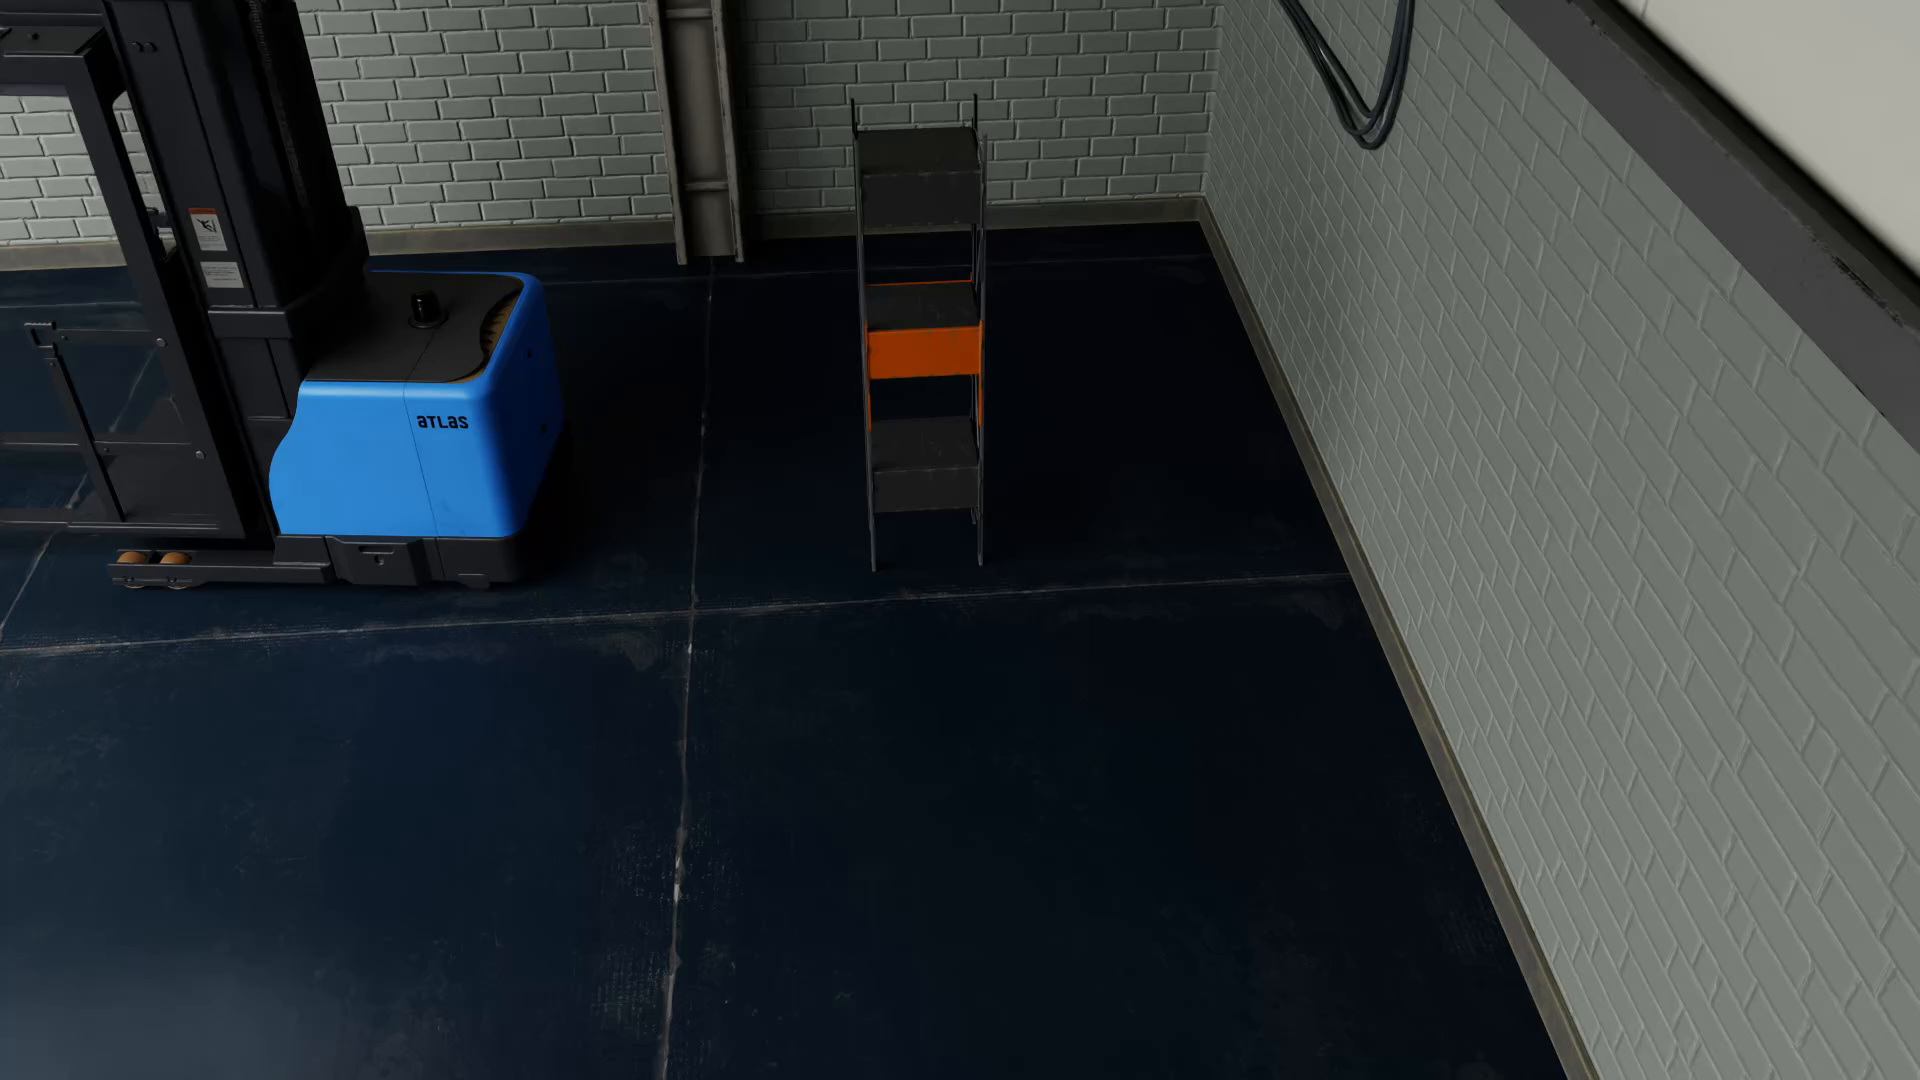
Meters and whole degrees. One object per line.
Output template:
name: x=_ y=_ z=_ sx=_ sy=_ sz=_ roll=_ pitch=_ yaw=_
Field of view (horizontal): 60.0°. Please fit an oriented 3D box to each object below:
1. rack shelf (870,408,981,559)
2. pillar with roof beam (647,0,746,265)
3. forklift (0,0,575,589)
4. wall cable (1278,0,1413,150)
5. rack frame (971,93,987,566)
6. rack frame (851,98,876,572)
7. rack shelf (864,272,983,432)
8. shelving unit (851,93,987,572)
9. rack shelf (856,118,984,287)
rack shelf: x=-0.165 y=-0.255 z=7.530 sx=0.480 sy=0.518 sz=0.431 roll=-3 pitch=38 yaw=-4
pillar with roof beam: x=-1.098 y=-2.607 z=3.790 sx=0.400 sy=9.000 sz=9.100 roll=-3 pitch=38 yaw=-4
forklift: x=-3.409 y=-1.256 z=6.976 sx=3.031 sy=2.935 sz=1.130 roll=1 pitch=38 yaw=1
wall cable: x=1.572 y=-3.390 z=7.289 sx=0.112 sy=2.526 sz=3.097 roll=-3 pitch=38 yaw=-4
rack frame: x=0.078 y=-0.829 z=7.105 sx=0.015 sy=2.100 sz=0.400 roll=-3 pitch=38 yaw=-4
rack frame: x=-0.408 y=-0.802 z=7.071 sx=0.015 sy=2.100 sz=0.400 roll=-3 pitch=38 yaw=-4
rack shelf: x=-0.165 y=-0.805 z=7.097 sx=0.480 sy=0.518 sz=0.431 roll=-3 pitch=38 yaw=-4
shelving unit: x=-0.165 y=-0.815 z=7.088 sx=0.503 sy=2.100 sz=0.431 roll=-3 pitch=38 yaw=-4
rack shelf: x=-0.165 y=-1.354 z=6.663 sx=0.480 sy=0.518 sz=0.431 roll=-3 pitch=38 yaw=-4
